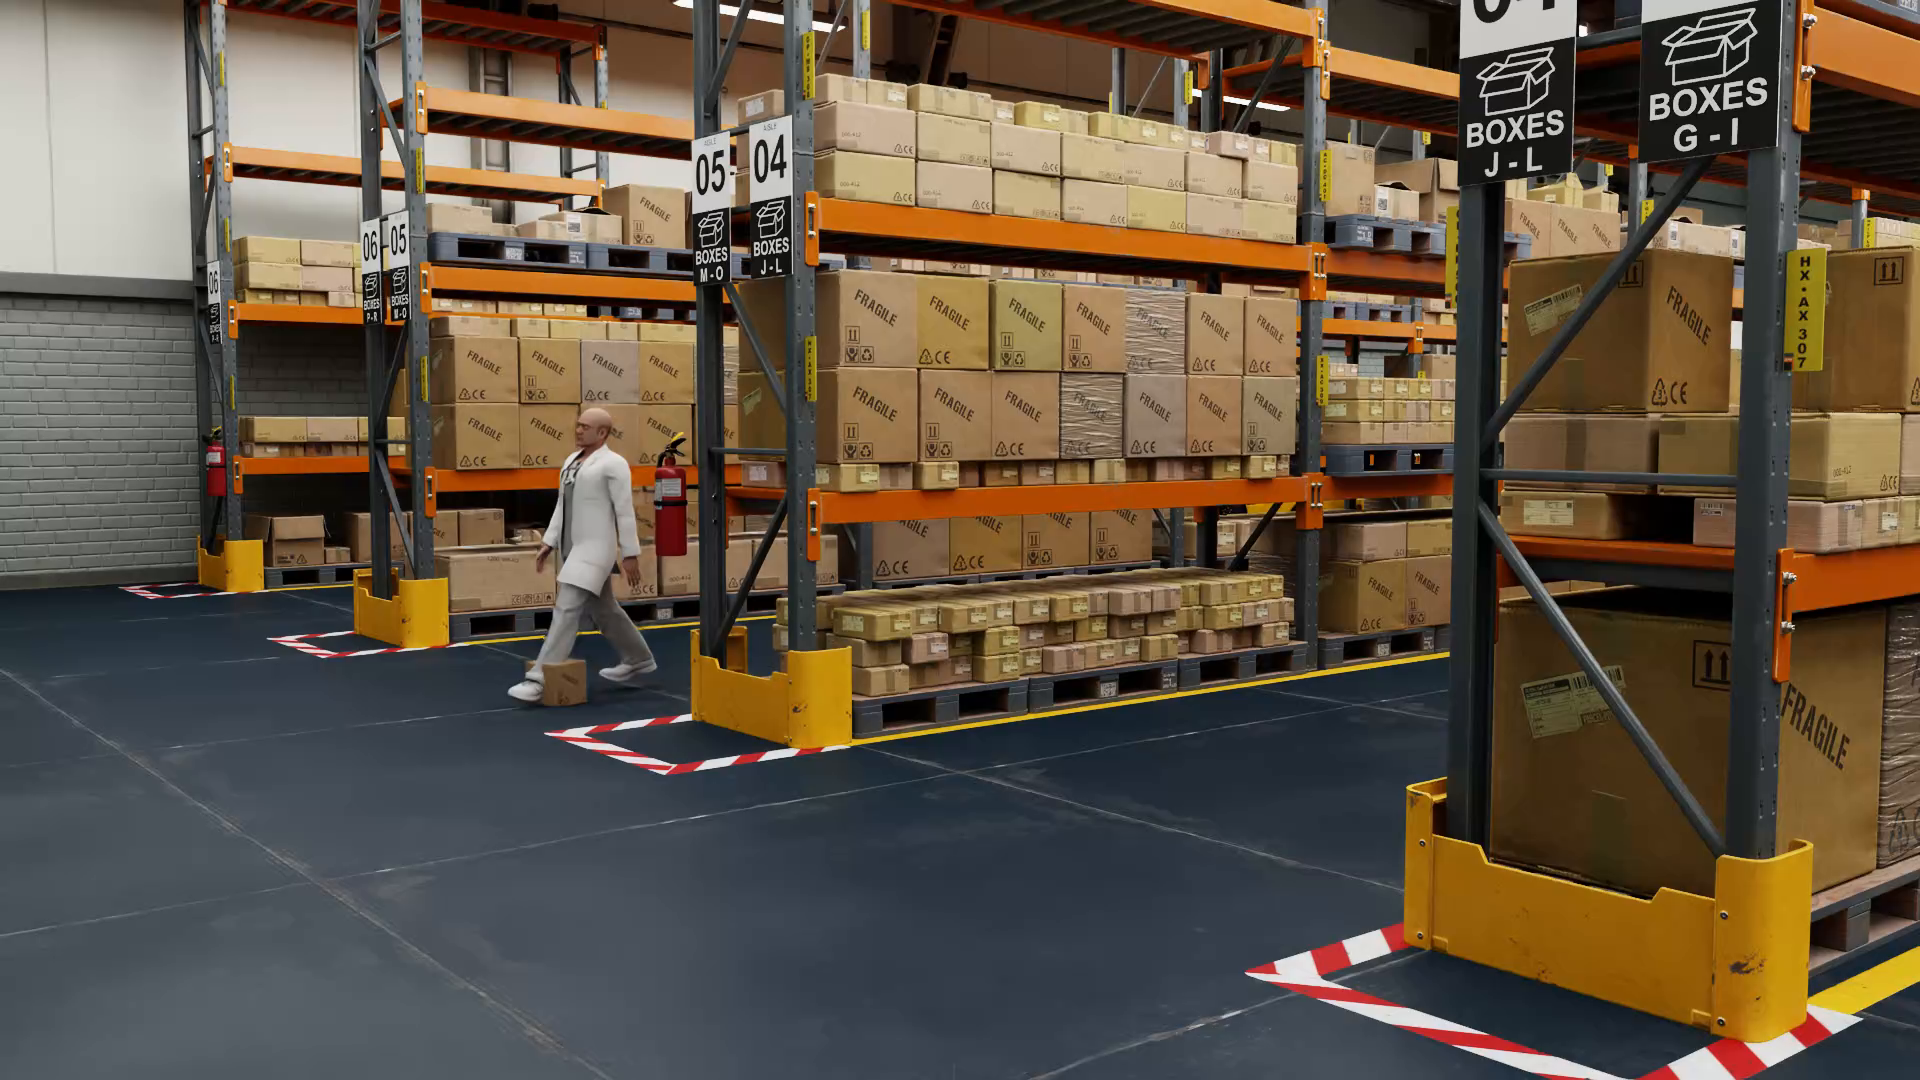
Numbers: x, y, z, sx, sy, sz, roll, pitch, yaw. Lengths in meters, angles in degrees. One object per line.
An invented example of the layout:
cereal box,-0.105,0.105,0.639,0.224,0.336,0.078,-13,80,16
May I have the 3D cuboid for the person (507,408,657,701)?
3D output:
person,-2.270,0.069,10.000,1.130,1.724,0.643,-4,6,-44
